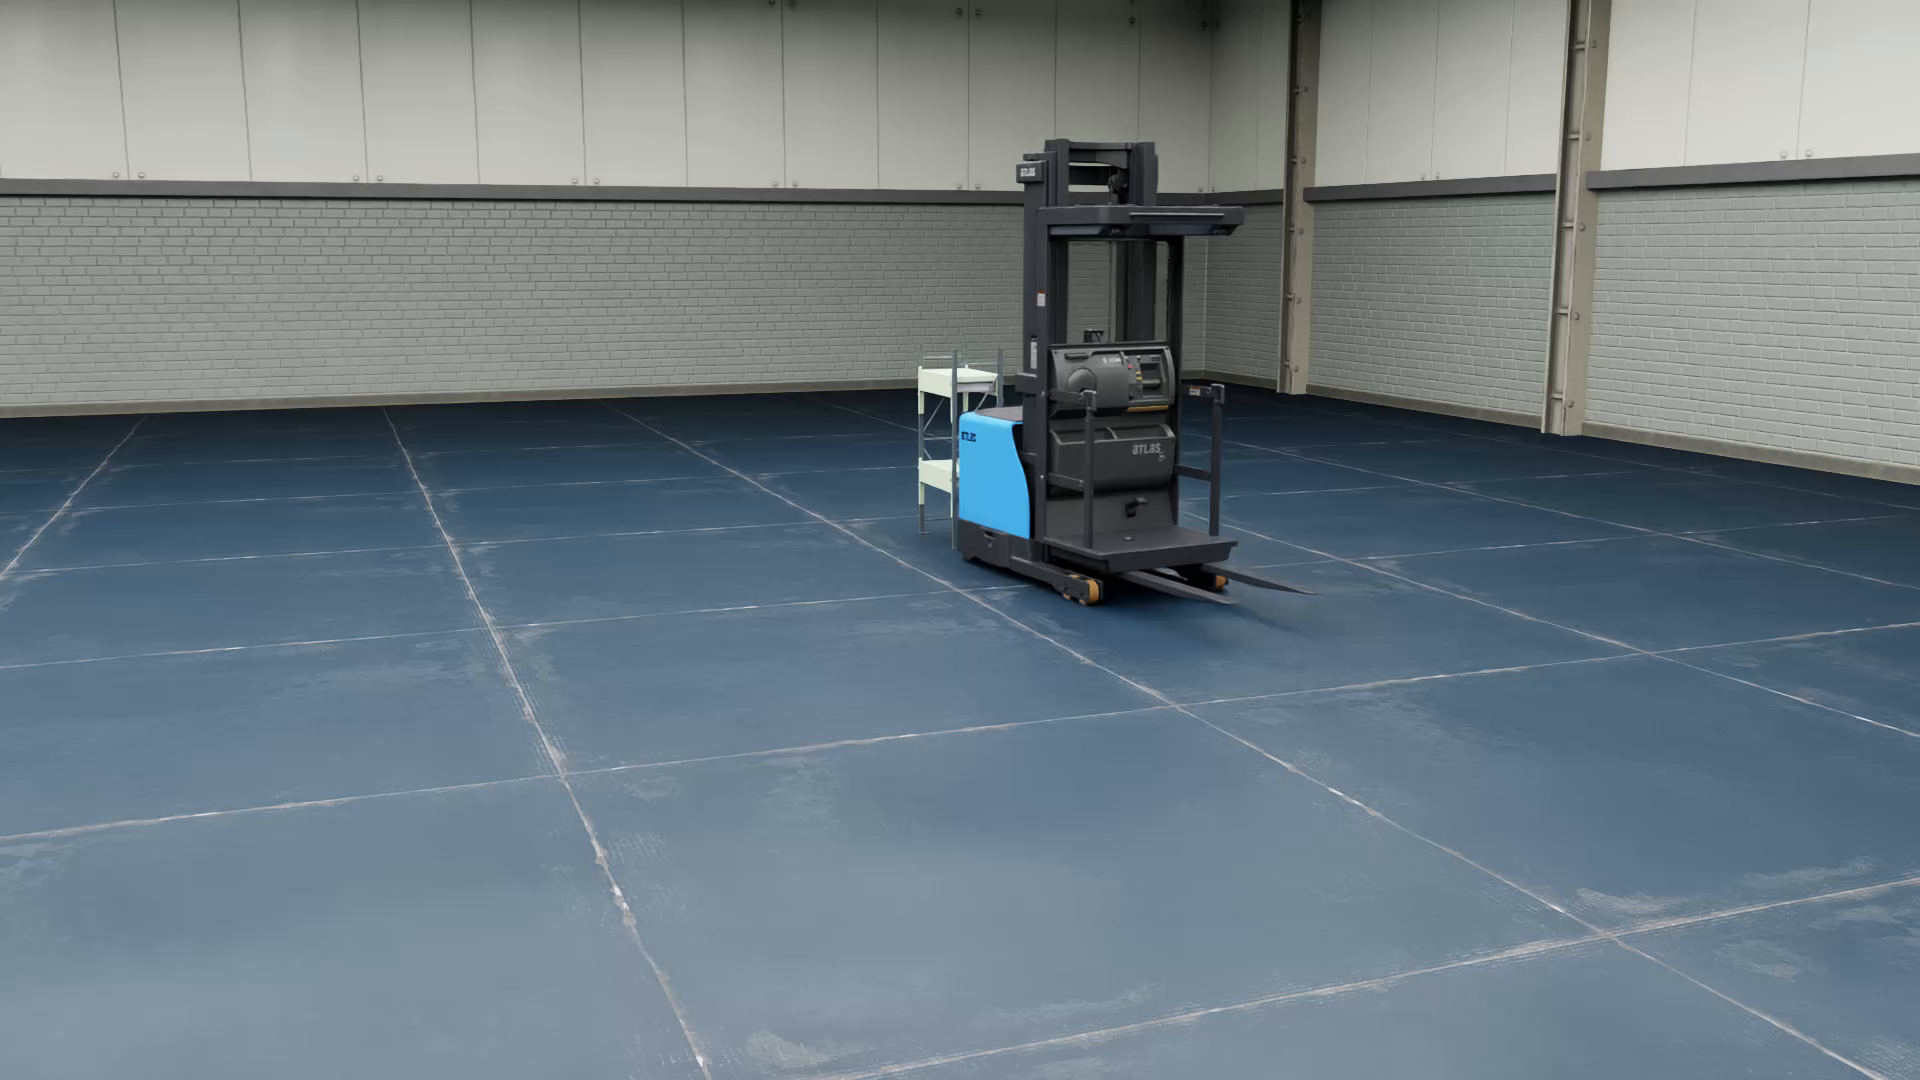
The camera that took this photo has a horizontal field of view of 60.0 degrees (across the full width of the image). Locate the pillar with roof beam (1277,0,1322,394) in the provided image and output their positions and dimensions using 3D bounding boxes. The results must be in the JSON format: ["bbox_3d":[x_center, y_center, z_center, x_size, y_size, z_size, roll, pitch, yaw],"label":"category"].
[{"bbox_3d":[1.114,-6.426,23.348,9.100,9.000,0.400,-4,11,-21],"label":"pillar with roof beam"}]

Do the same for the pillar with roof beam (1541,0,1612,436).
[{"bbox_3d":[3.288,-5.446,17.842,9.100,9.000,0.400,-4,11,-21],"label":"pillar with roof beam"}]

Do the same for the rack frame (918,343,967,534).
[{"bbox_3d":[-0.135,-0.799,13.131,0.400,1.500,0.023,-4,11,-21],"label":"rack frame"}]

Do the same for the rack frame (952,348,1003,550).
[{"bbox_3d":[0.130,-0.680,12.459,0.400,1.500,0.023,-4,11,-21],"label":"rack frame"}]

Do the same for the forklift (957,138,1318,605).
[{"bbox_3d":[1.122,-1.117,10.831,1.130,2.935,3.031,-5,11,-28],"label":"forklift"}]

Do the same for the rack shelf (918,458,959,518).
[{"bbox_3d":[-0.002,-0.419,12.852,0.431,0.370,0.720,-4,11,-21],"label":"rack shelf"}]

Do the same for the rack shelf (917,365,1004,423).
[{"bbox_3d":[-0.002,-1.124,12.727,0.431,0.370,0.720,-4,11,-21],"label":"rack shelf"}]

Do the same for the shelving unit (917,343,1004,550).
[{"bbox_3d":[-0.002,-0.739,12.795,0.431,1.500,0.755,-4,11,-21],"label":"shelving unit"}]
